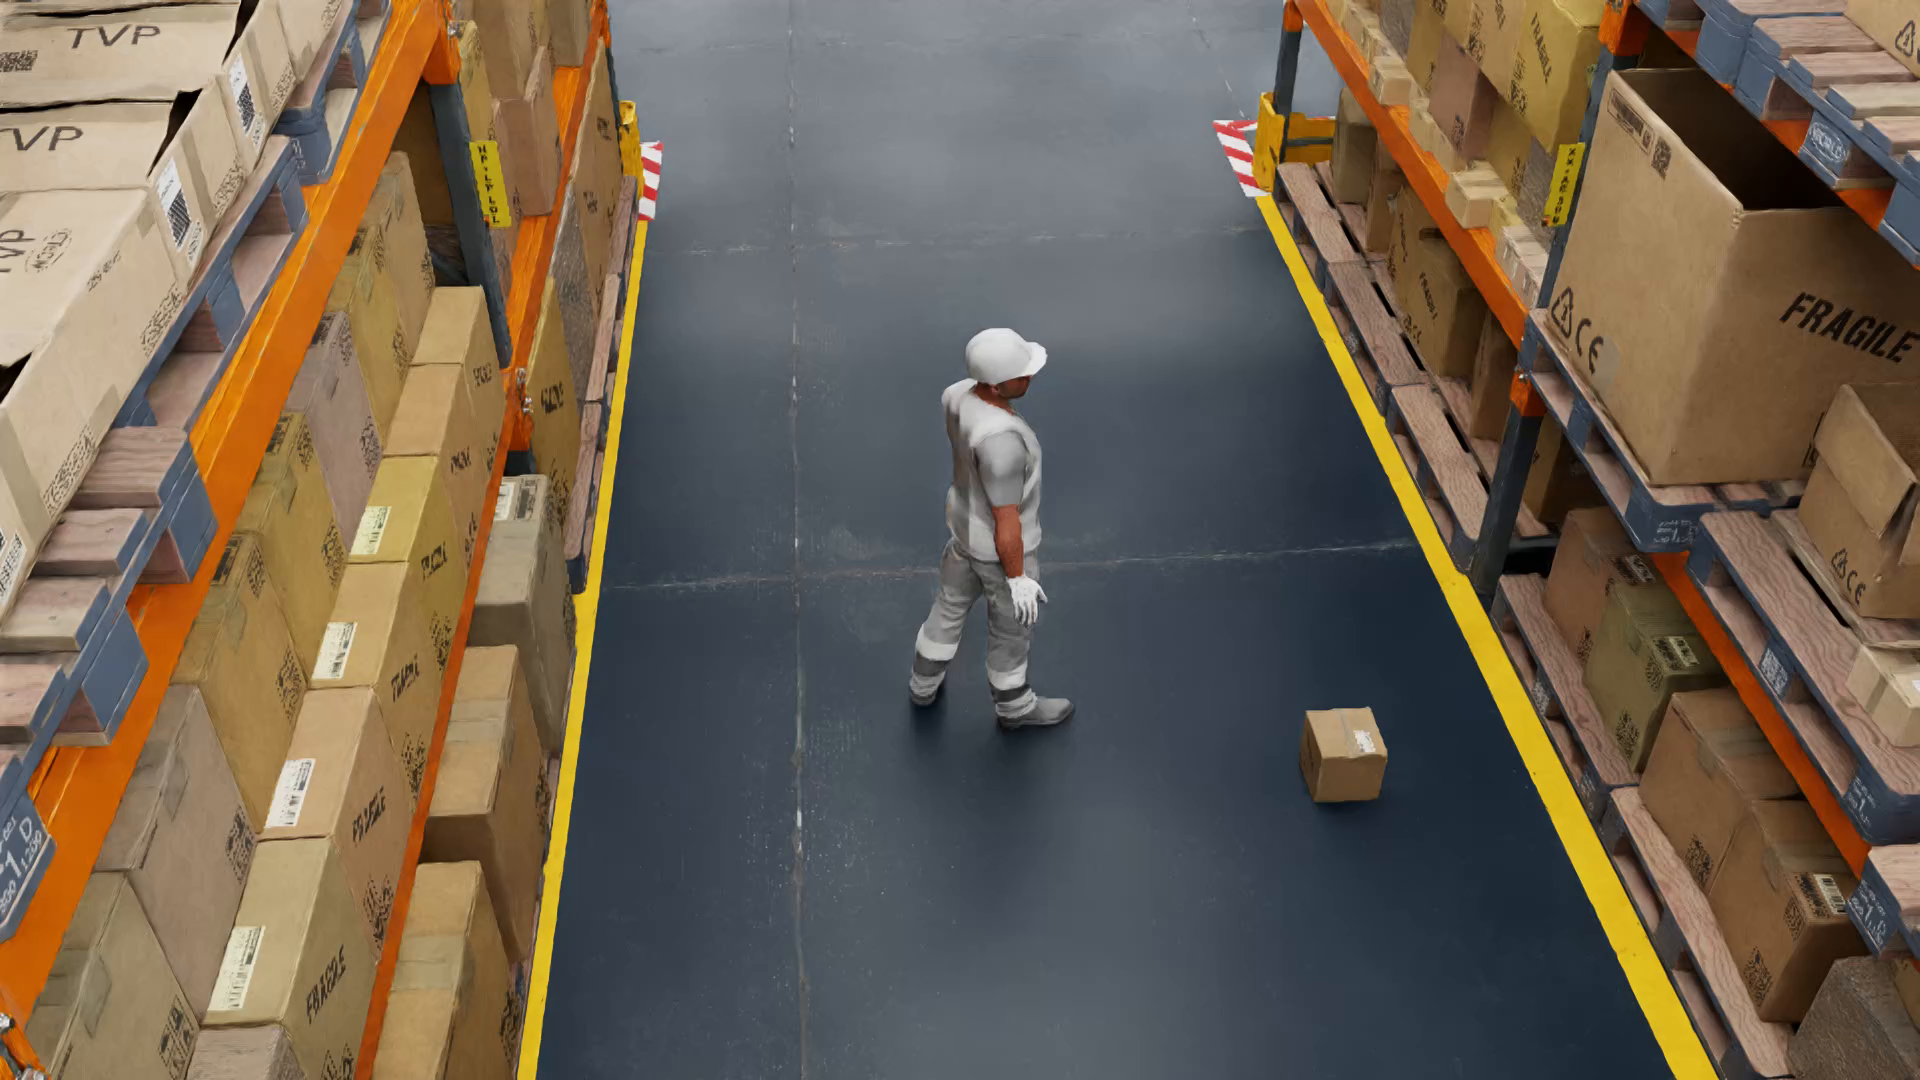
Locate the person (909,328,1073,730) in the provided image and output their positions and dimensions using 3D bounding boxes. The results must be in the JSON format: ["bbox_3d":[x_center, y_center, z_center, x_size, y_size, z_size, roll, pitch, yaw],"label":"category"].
[{"bbox_3d":[0.131,-0.005,6.140,0.574,1.793,0.735,-16,41,-19],"label":"person"}]
